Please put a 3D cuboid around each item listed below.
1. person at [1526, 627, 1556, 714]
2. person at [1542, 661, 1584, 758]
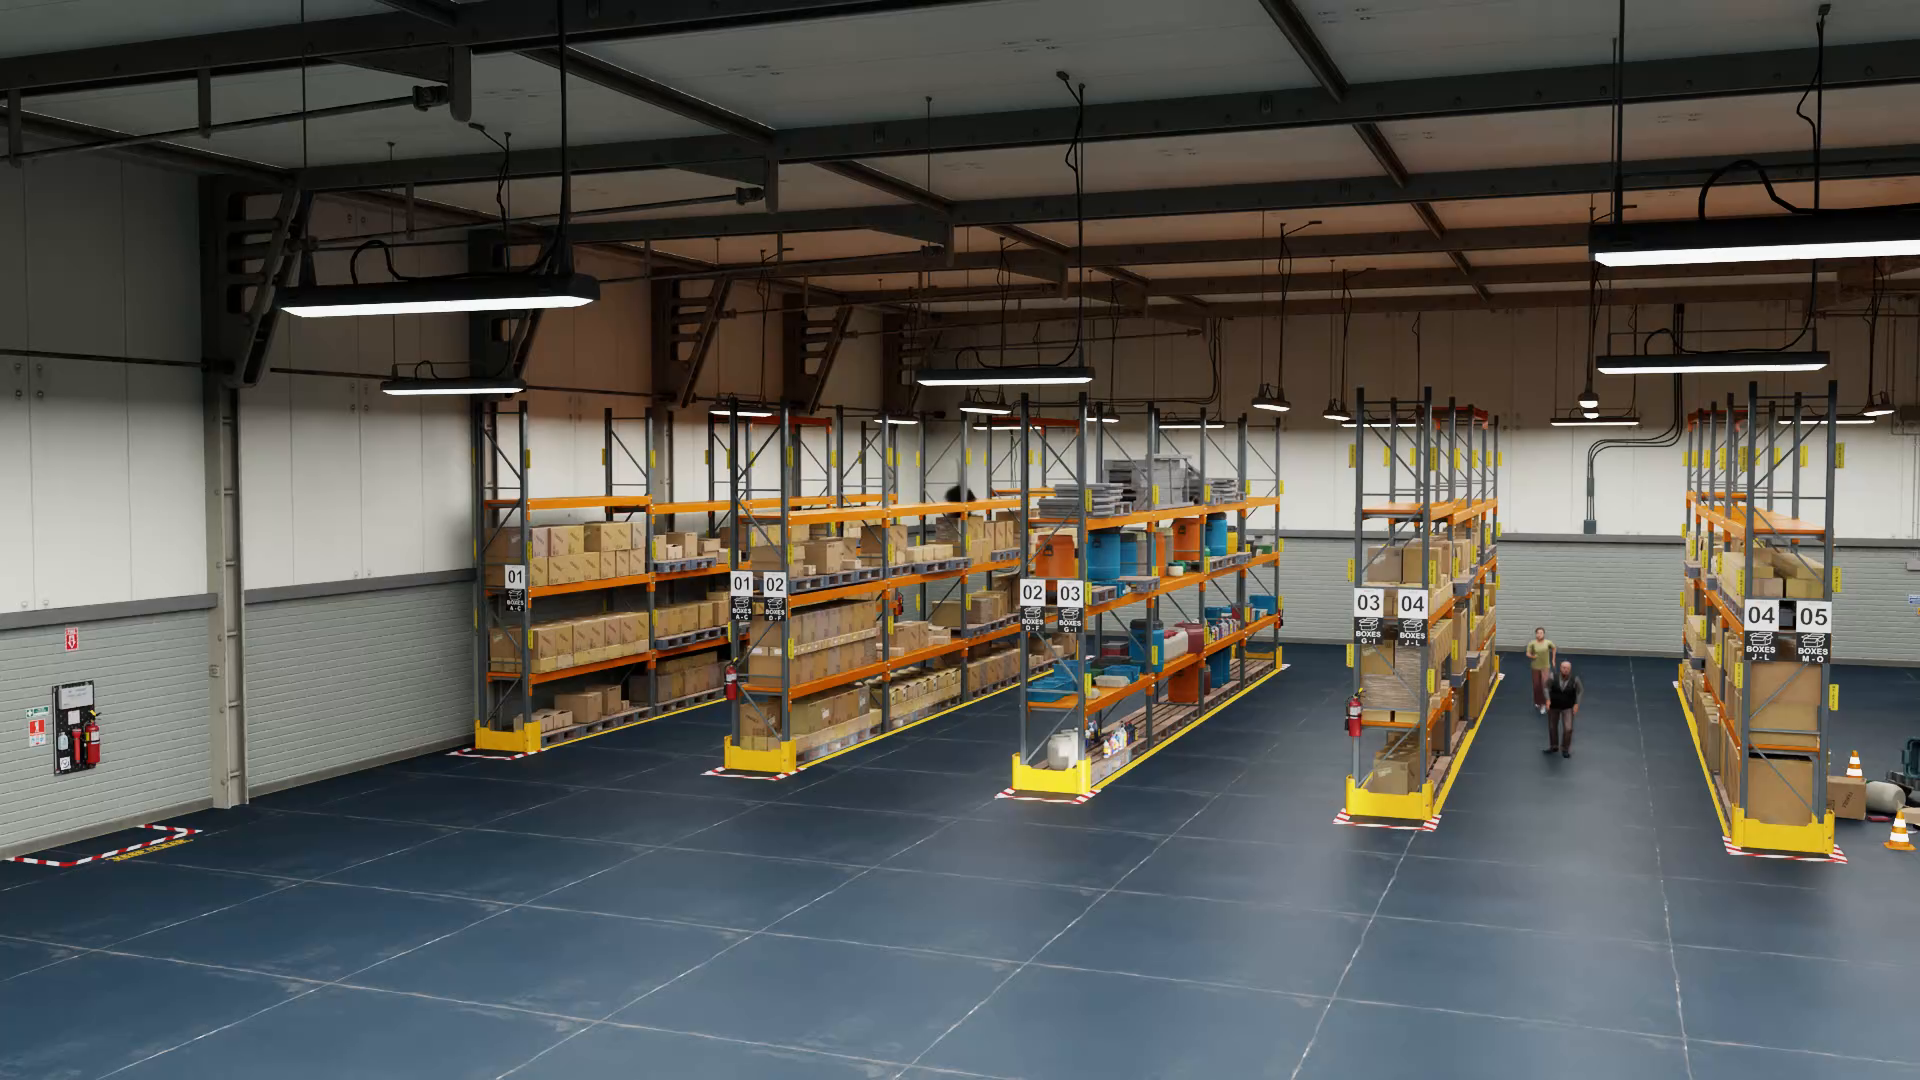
[{"bbox_3d":[11.471,2.585,32.855,0.561,1.684,0.801,1,3,20],"label":"person"},{"bbox_3d":[10.168,2.825,28.026,0.658,1.636,0.685,2,3,29],"label":"person"}]
